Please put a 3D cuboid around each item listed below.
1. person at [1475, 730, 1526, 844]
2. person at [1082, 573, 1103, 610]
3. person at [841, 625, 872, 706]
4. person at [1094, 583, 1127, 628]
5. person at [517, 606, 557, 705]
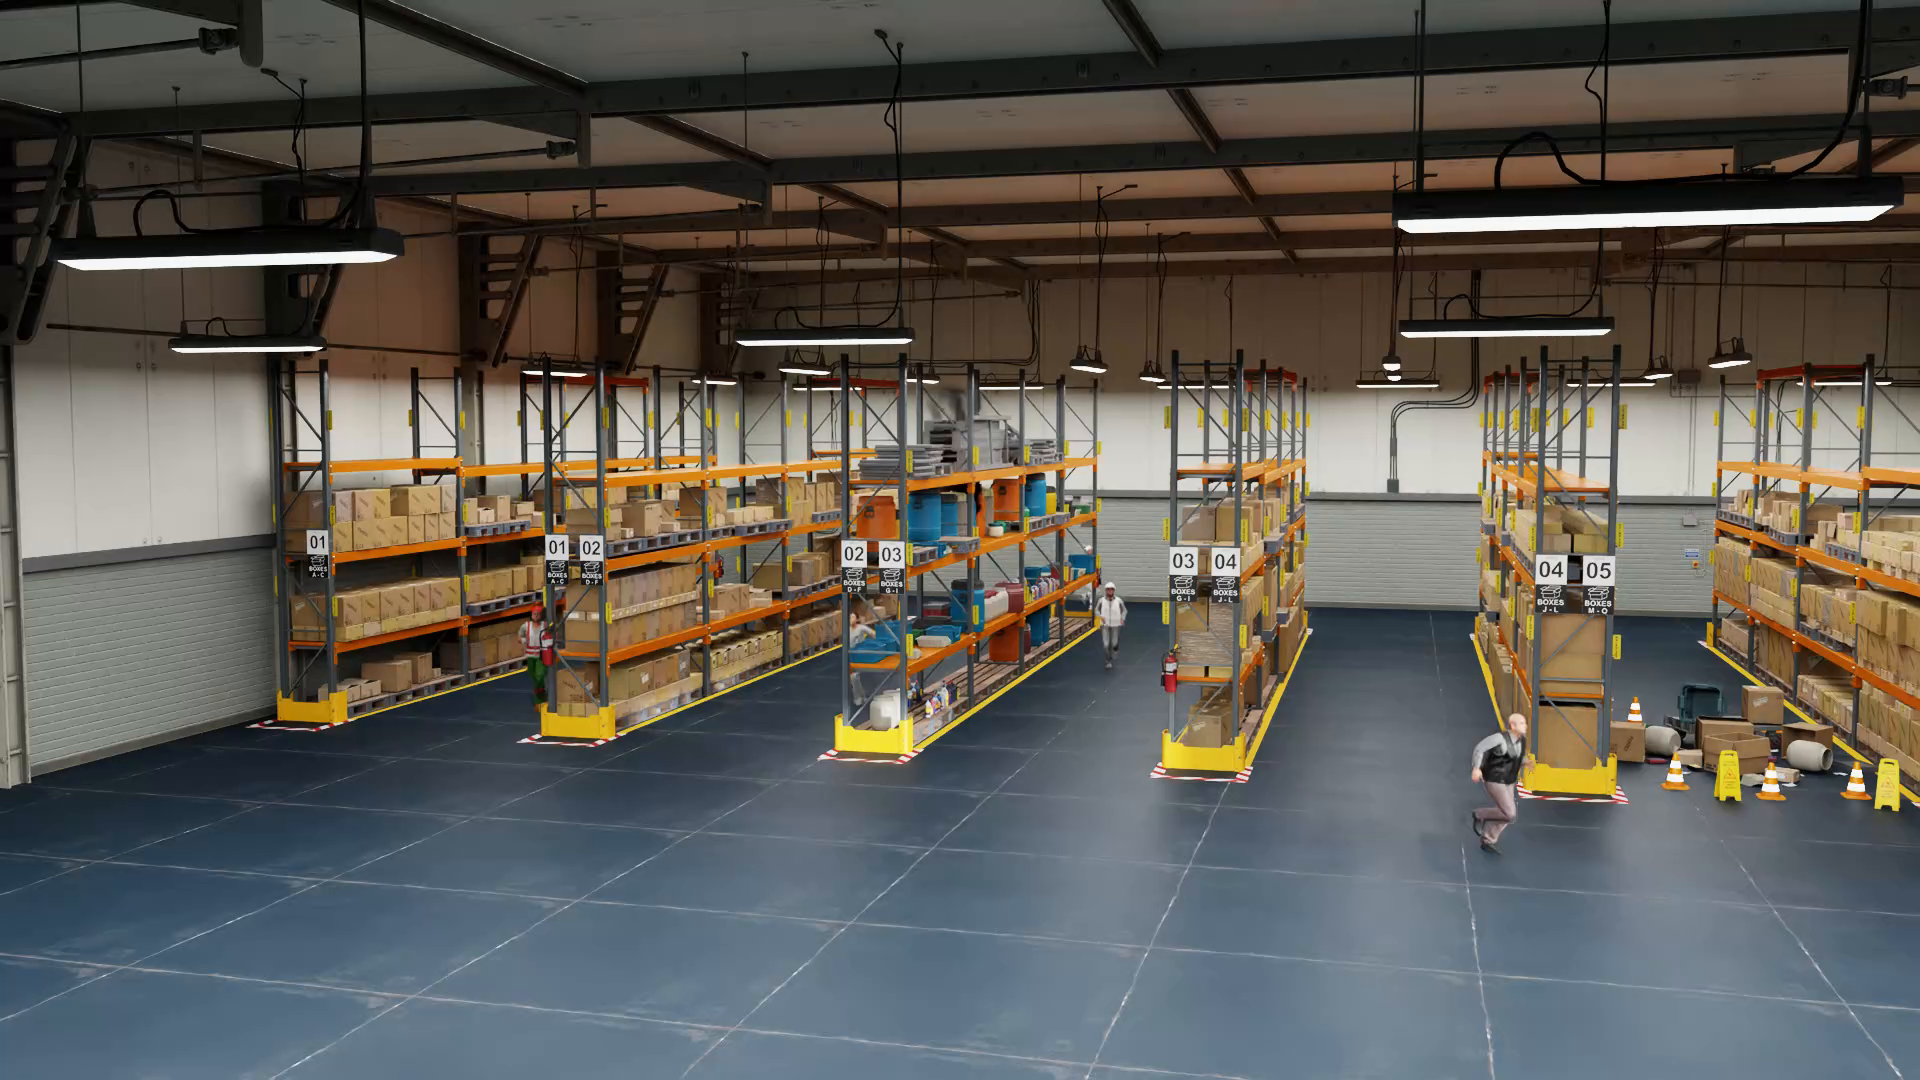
[{"bbox_3d":[6.266,2.870,19.272,0.446,1.385,0.490,-4,5,-41],"label":"person"},{"bbox_3d":[3.423,1.100,43.523,0.551,1.439,0.543,3,5,34],"label":"person"},{"bbox_3d":[-1.809,2.219,29.296,0.521,1.473,0.427,2,5,25],"label":"person"},{"bbox_3d":[3.042,1.329,33.591,0.659,0.928,0.504,0,4,6],"label":"person"},{"bbox_3d":[-7.326,1.975,28.767,0.620,1.704,0.709,0,4,1],"label":"person"}]
